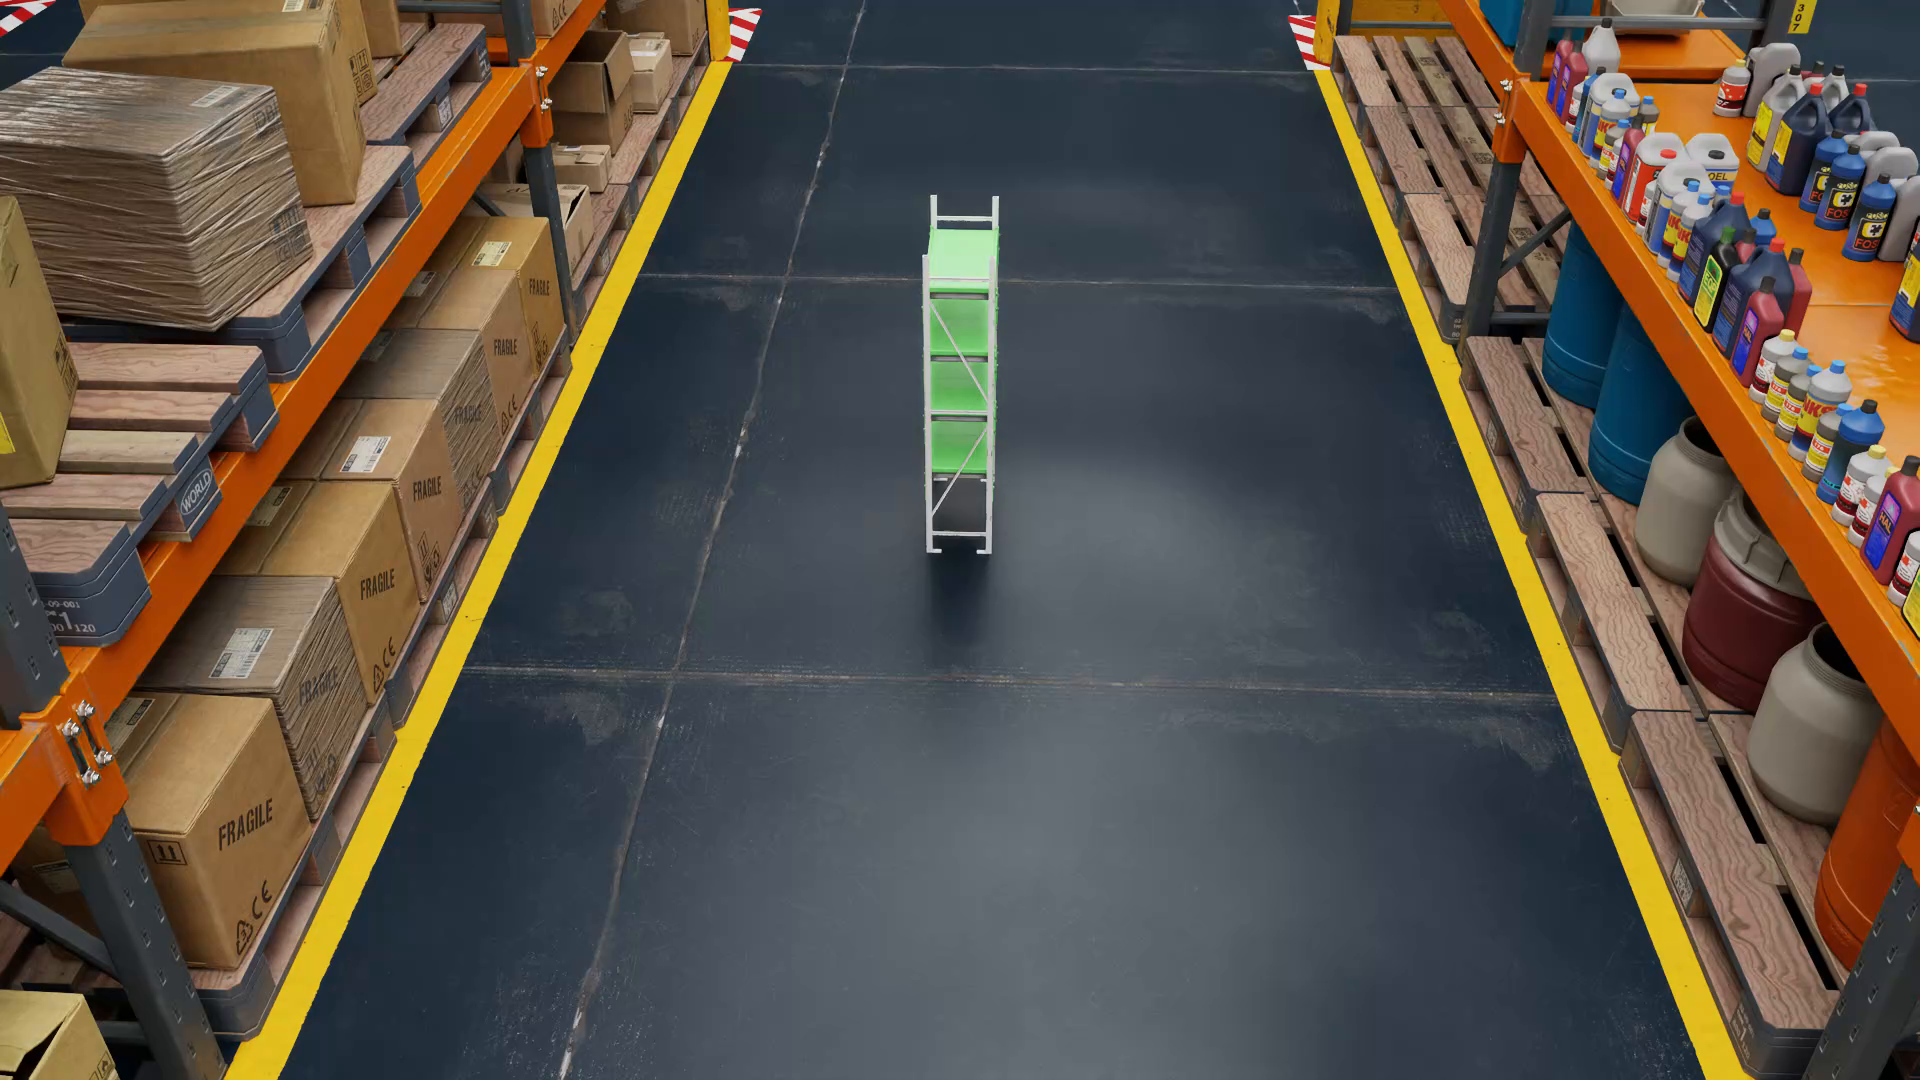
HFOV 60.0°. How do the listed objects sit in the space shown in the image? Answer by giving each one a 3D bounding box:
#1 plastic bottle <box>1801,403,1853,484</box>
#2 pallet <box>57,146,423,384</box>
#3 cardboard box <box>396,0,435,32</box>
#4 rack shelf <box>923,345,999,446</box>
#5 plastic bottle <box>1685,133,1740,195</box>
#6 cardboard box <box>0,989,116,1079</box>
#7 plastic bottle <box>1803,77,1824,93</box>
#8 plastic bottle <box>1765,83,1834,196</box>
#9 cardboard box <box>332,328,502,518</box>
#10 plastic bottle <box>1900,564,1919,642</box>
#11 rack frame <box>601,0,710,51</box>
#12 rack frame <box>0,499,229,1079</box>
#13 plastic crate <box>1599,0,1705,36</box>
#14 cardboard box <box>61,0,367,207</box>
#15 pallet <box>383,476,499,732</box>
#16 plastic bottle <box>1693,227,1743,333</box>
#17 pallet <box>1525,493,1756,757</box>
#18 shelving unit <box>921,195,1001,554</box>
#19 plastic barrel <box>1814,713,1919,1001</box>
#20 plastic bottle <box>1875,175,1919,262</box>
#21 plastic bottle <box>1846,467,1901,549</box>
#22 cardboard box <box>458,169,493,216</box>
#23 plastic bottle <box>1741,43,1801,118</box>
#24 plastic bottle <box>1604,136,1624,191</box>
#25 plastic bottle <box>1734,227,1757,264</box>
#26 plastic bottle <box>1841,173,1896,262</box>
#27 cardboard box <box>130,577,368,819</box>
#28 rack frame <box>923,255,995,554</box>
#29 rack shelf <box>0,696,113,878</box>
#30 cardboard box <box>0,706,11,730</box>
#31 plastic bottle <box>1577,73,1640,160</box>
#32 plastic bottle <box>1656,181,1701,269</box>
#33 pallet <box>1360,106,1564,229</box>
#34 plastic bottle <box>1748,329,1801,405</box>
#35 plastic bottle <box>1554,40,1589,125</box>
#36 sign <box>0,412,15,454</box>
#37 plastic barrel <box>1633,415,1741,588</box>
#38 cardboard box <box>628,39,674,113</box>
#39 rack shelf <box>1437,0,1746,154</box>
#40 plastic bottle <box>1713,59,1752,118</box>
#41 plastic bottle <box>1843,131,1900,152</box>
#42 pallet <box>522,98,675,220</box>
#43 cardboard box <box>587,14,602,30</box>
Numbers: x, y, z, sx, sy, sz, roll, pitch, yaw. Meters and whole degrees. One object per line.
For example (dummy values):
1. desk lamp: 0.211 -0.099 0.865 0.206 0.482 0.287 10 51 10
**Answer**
1. plastic bottle: 2.188 -0.247 4.165 0.097 0.201 0.097 0 35 0
2. pallet: -2.322 -0.875 5.053 1.003 0.211 1.213 1 35 2
3. cardboard box: -2.471 -2.468 7.066 0.500 0.500 0.500 2 35 3
4. rack shelf: 0.007 -0.534 6.077 0.258 0.148 0.480 1 35 2
5. plastic bottle: 2.430 -1.174 5.420 0.152 0.276 0.135 1 35 2
6. cardboard box: -2.170 1.194 3.480 0.500 0.311 0.500 2 35 3
7. plastic bottle: 3.007 -1.523 5.916 0.152 0.276 0.135 1 35 2
8. plastic bottle: 2.853 -1.359 5.618 0.144 0.351 0.185 1 35 2
9. cardboard box: -2.017 -0.429 6.043 0.500 0.500 0.500 2 35 2
10. plastic bottle: 2.144 0.086 3.620 0.061 0.283 0.133 1 35 2
11. rack frame: -2.074 -4.432 9.948 1.000 3.000 0.127 1 35 2
12. rack frame: -2.395 0.164 3.408 1.000 3.000 0.127 1 35 2
13. plastic crate: 2.876 -2.198 6.946 0.396 0.136 0.243 1 35 2
14. cardboard box: -2.244 -1.330 5.082 0.700 0.500 0.500 -7 36 -10
15. pallet: -2.276 0.178 5.814 1.003 0.211 1.213 1 35 2
16. plastic bottle: 2.203 -0.753 4.815 0.061 0.283 0.133 1 35 2
17. pallet: 2.596 0.268 5.684 1.003 0.211 1.213 1 35 2
18. shelving unit: 0.007 -0.586 6.040 0.258 1.200 0.503 1 35 2
19. plastic barrel: 2.557 0.715 4.146 0.600 0.830 0.708 1 35 2
20. plastic bottle: 2.972 -1.023 5.204 0.152 0.276 0.135 1 35 2
21. plastic bottle: 2.176 -0.079 3.926 0.097 0.201 0.097 0 35 0
22. cardboard box: -2.495 -1.625 7.745 0.500 0.500 0.500 1 35 2
23. plastic bottle: 3.022 -1.733 6.215 0.152 0.276 0.135 1 35 2
24. plastic bottle: 2.261 -1.291 5.651 0.097 0.201 0.097 0 35 0
25. plastic bottle: 2.264 -0.752 4.813 0.061 0.283 0.133 1 35 2
26. plastic bottle: 2.847 -1.013 5.195 0.097 0.271 0.097 0 35 0
27. cardboard box: -2.076 0.451 4.791 0.500 0.500 0.500 0 35 0
28. rack frame: -0.003 -0.446 5.841 0.240 1.200 0.015 1 35 2
29. rack shelf: -2.475 1.607 1.980 1.077 0.370 4.000 1 35 2
30. cardboard box: -2.592 0.464 4.772 0.500 0.500 0.500 3 35 4
31. plastic bottle: 2.301 -1.499 5.883 0.152 0.276 0.135 1 35 2
32. plastic bottle: 2.237 -0.977 5.143 0.097 0.271 0.097 0 35 0
33. pallet: 2.752 -2.003 8.916 1.003 0.211 1.213 1 35 2
34. plastic bottle: 2.204 -0.470 4.483 0.097 0.201 0.097 0 35 0
35. plastic bottle: 2.268 -1.692 6.151 0.061 0.283 0.133 1 35 2
36. sign: -1.840 -0.299 3.059 0.100 0.325 0.005 1 35 2
37. plastic barrel: 2.536 -0.130 5.625 0.421 0.512 0.421 0 35 0
38. cardboard box: -1.918 -2.624 9.384 0.500 0.250 0.500 1 35 2
39. rack shelf: 2.795 -2.872 8.354 1.077 0.370 4.000 1 35 2
40. plastic bottle: 2.897 -1.695 6.225 0.097 0.201 0.097 0 35 0
41. plastic bottle: 2.987 -1.233 5.504 0.152 0.276 0.135 1 35 2
42. pallet: -2.160 -2.090 9.041 1.003 0.211 1.213 1 35 2
43. cardboard box: -2.399 -2.894 9.768 0.500 0.250 0.500 1 35 2
